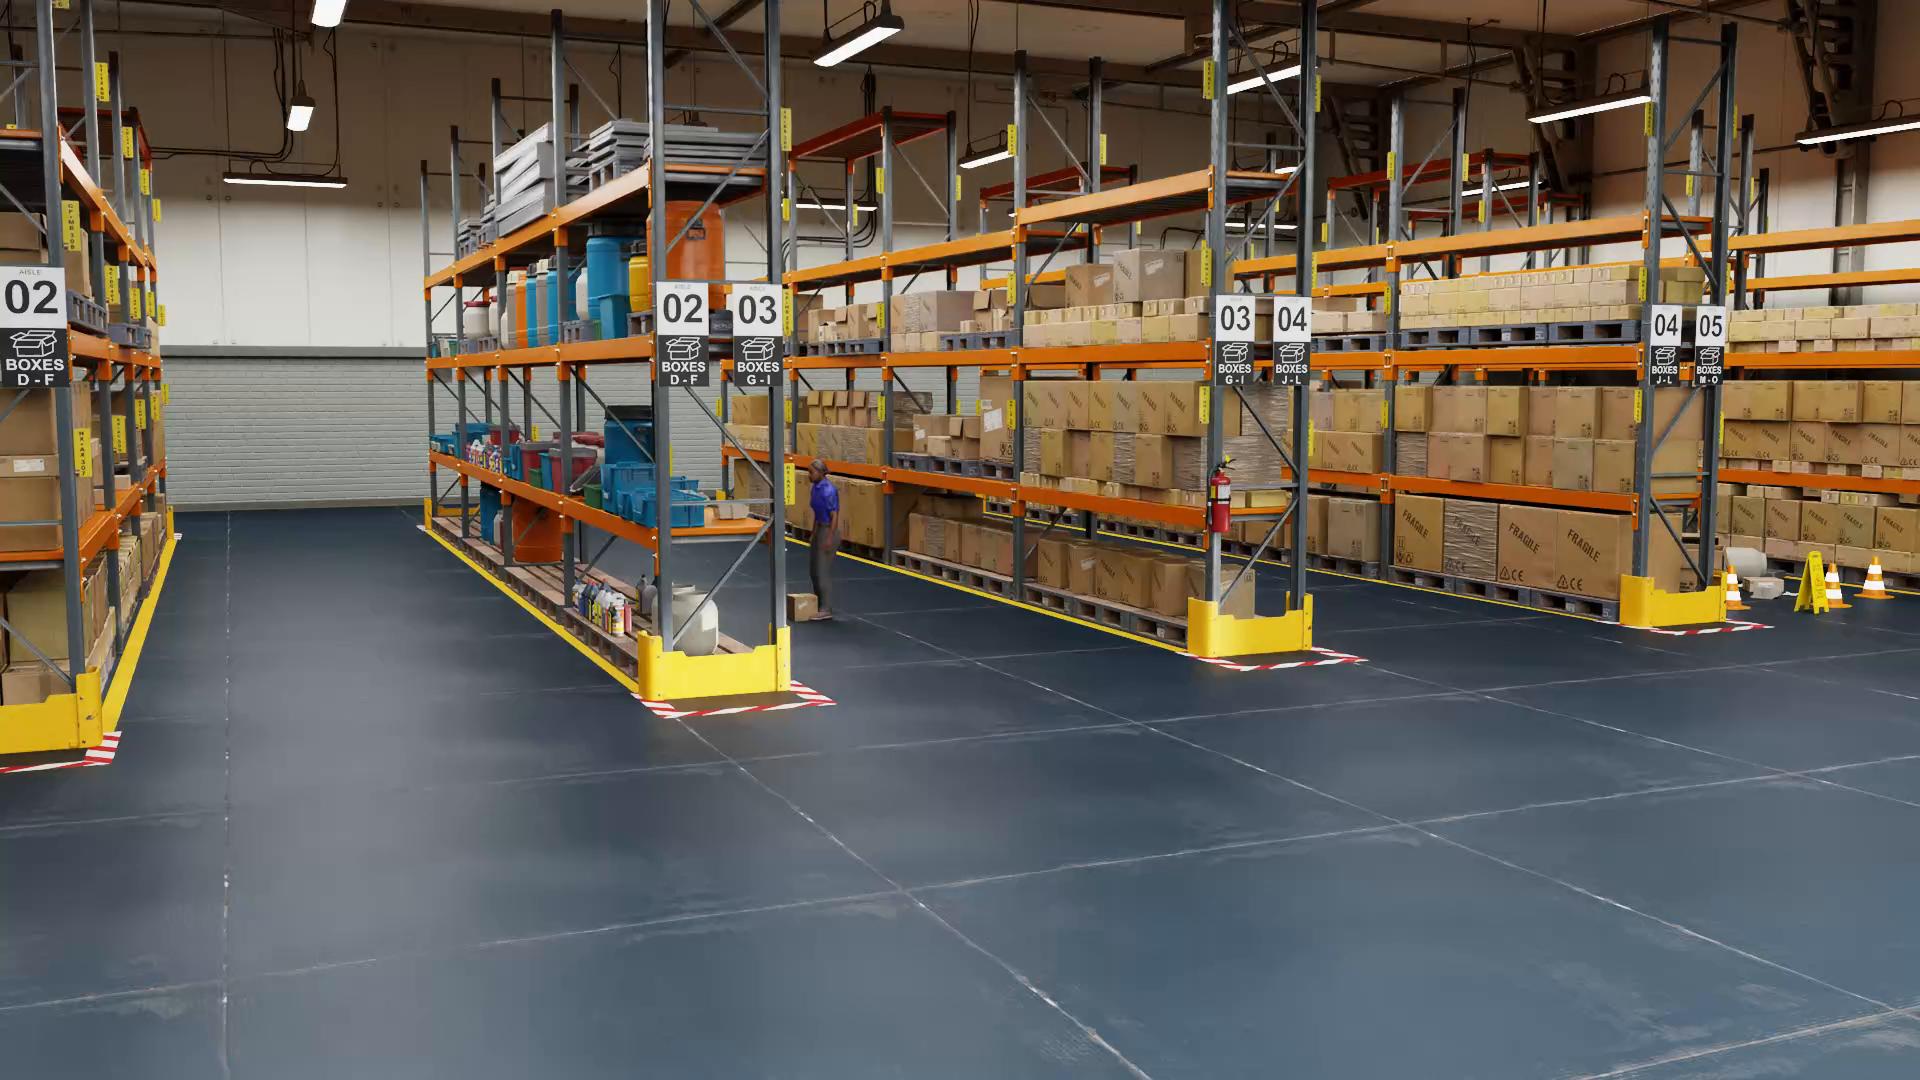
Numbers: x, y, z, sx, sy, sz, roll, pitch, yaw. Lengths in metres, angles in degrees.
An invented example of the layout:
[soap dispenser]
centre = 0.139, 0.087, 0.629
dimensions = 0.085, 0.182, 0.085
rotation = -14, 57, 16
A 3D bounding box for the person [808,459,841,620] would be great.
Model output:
[person]
centre = -1.440, -0.014, 17.167
dimensions = 0.394, 1.656, 0.528
rotation = -3, 6, -26
